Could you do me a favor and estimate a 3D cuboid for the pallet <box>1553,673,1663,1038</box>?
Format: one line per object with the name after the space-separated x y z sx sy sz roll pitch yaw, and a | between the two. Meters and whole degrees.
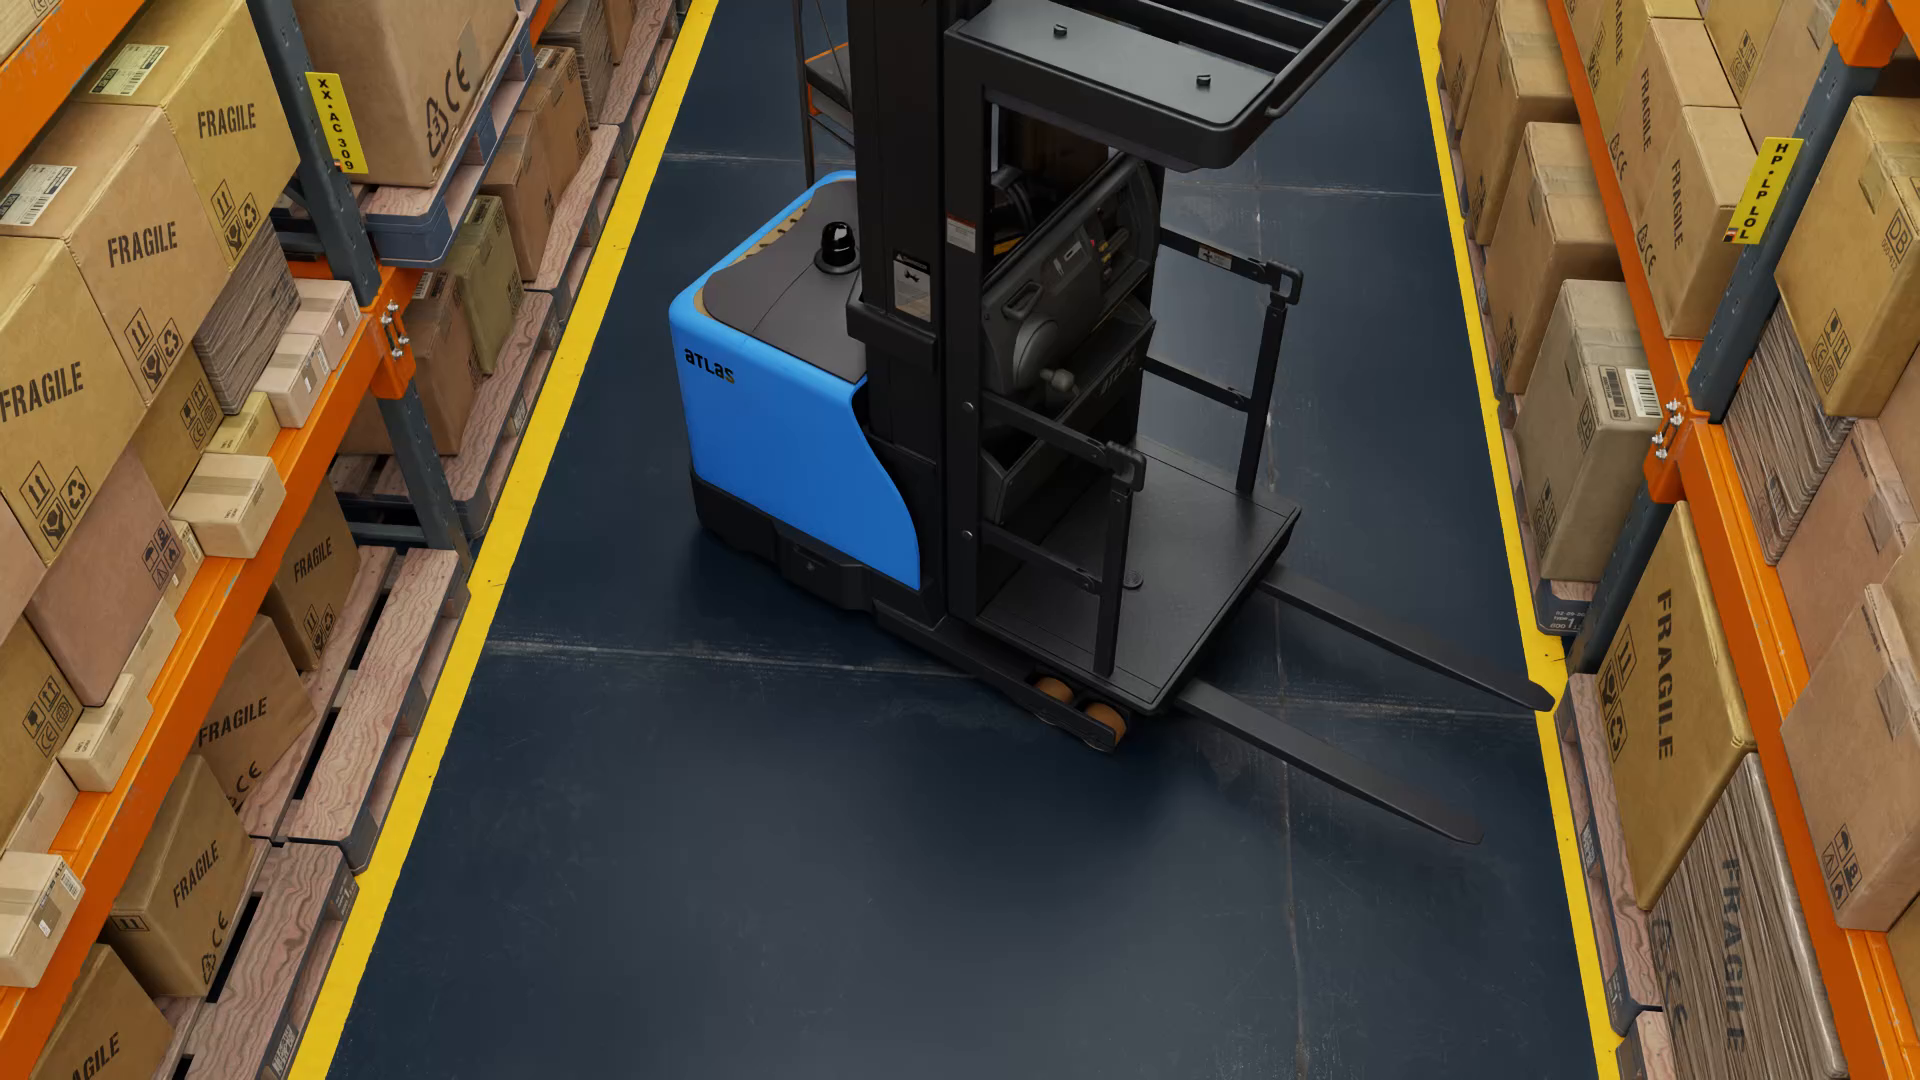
2.477 0.986 5.205 1.003 0.211 1.213 4 48 4 | pallet

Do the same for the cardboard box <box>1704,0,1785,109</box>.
2.708 -1.623 4.956 0.700 0.500 0.500 3 48 3 | cardboard box

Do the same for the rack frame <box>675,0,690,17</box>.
-1.942 -3.856 7.744 1.000 3.000 0.127 4 48 4 | rack frame

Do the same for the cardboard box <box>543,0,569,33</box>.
-2.011 -2.529 7.418 0.500 0.250 0.500 9 48 8 | cardboard box

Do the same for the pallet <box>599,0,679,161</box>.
-2.014 -2.340 8.247 1.003 0.211 1.213 4 48 4 | pallet

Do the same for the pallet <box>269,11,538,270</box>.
-2.092 -1.403 5.631 1.003 0.211 1.213 4 48 4 | pallet

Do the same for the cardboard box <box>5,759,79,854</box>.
-2.283 0.626 3.815 0.380 0.149 0.250 4 48 4 | cardboard box

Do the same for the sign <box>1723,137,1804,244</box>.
2.083 -0.902 4.311 0.100 0.325 0.005 4 48 4 | sign

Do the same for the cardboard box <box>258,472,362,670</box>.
-2.382 0.077 5.556 0.500 0.500 0.500 3 48 2 | cardboard box

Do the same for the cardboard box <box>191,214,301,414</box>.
-2.409 -0.724 4.610 0.875 0.500 0.500 4 48 4 | cardboard box

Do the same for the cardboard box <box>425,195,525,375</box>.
-2.167 -1.020 6.546 0.700 0.500 0.500 4 48 3 | cardboard box

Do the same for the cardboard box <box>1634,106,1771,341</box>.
2.405 -0.944 5.012 0.500 0.500 0.500 4 48 3 | cardboard box

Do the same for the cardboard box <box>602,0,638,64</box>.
-1.983 -2.667 8.052 0.700 0.500 0.500 2 48 1 | cardboard box

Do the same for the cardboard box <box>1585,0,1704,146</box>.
2.497 -1.686 5.692 0.500 0.500 0.500 4 48 4 | cardboard box

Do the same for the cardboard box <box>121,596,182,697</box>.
-2.196 0.262 4.148 0.380 0.149 0.250 4 48 4 | cardboard box

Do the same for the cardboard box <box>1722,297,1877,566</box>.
2.602 -0.287 4.378 0.875 0.550 0.550 4 48 4 | cardboard box

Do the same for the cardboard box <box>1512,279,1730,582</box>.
2.591 -0.353 5.780 1.050 0.750 0.750 4 48 3 | cardboard box

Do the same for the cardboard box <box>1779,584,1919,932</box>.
2.408 0.508 3.651 0.875 0.550 0.550 4 48 4 | cardboard box

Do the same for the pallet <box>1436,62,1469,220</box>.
2.842 -1.932 7.874 1.003 0.211 1.213 4 48 4 | pallet

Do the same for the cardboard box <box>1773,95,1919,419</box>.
2.556 -0.655 3.983 0.875 0.550 0.550 4 48 4 | cardboard box

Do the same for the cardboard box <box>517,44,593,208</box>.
-2.065 -1.841 7.297 0.700 0.500 0.500 7 48 7 | cardboard box

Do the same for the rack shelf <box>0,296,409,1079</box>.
-2.488 0.796 3.976 1.077 0.370 4.000 4 48 4 | rack shelf

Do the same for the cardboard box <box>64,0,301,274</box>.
-2.073 -1.039 4.220 0.500 0.500 0.500 4 48 4 | cardboard box

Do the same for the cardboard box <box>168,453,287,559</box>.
-2.060 -0.100 4.479 0.380 0.149 0.250 4 48 4 | cardboard box

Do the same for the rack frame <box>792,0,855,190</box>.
-0.469 -1.510 6.208 0.015 2.100 0.400 -32 55 -26 | rack frame

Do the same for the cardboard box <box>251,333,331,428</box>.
-2.065 -0.471 4.818 0.380 0.149 0.250 4 48 4 | cardboard box

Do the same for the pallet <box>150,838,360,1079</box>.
-2.441 1.420 4.808 1.003 0.211 1.213 4 48 4 | pallet

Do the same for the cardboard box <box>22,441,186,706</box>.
-2.435 0.015 3.934 0.875 0.500 0.500 4 48 4 | cardboard box

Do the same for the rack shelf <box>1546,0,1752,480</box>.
2.806 -1.735 6.292 1.077 0.370 4.000 4 48 4 | rack shelf

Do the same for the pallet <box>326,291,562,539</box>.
-2.237 -0.547 6.608 1.003 0.211 1.213 4 48 4 | pallet

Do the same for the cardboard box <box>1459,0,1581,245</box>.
2.767 -1.746 7.054 1.050 0.750 0.750 5 48 4 | cardboard box

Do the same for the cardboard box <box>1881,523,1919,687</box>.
2.436 0.145 3.251 0.875 0.550 0.550 4 48 4 | cardboard box

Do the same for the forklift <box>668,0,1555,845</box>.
0.518 -0.732 4.934 3.031 2.935 1.130 26 53 22 | forklift

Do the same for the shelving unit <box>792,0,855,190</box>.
-0.283 -1.626 6.315 0.503 2.100 0.431 -32 55 -26 | shelving unit

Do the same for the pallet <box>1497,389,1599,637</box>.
2.619 -0.139 6.234 1.003 0.211 1.213 4 48 4 | pallet

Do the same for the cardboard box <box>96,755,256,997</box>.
-2.405 0.960 4.749 0.500 0.500 0.500 0 48 0 | cardboard box

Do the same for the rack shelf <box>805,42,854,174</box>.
-0.283 -1.617 6.325 0.480 0.518 0.431 -32 55 -26 | rack shelf

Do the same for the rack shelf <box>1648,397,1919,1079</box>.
2.442 1.204 3.603 1.077 0.370 4.000 4 48 4 | rack shelf

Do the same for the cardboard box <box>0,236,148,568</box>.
-2.164 -0.304 3.548 0.500 0.500 0.500 4 48 4 | cardboard box

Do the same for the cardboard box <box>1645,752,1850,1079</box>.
2.419 1.187 4.287 0.875 0.875 0.875 4 48 4 | cardboard box
